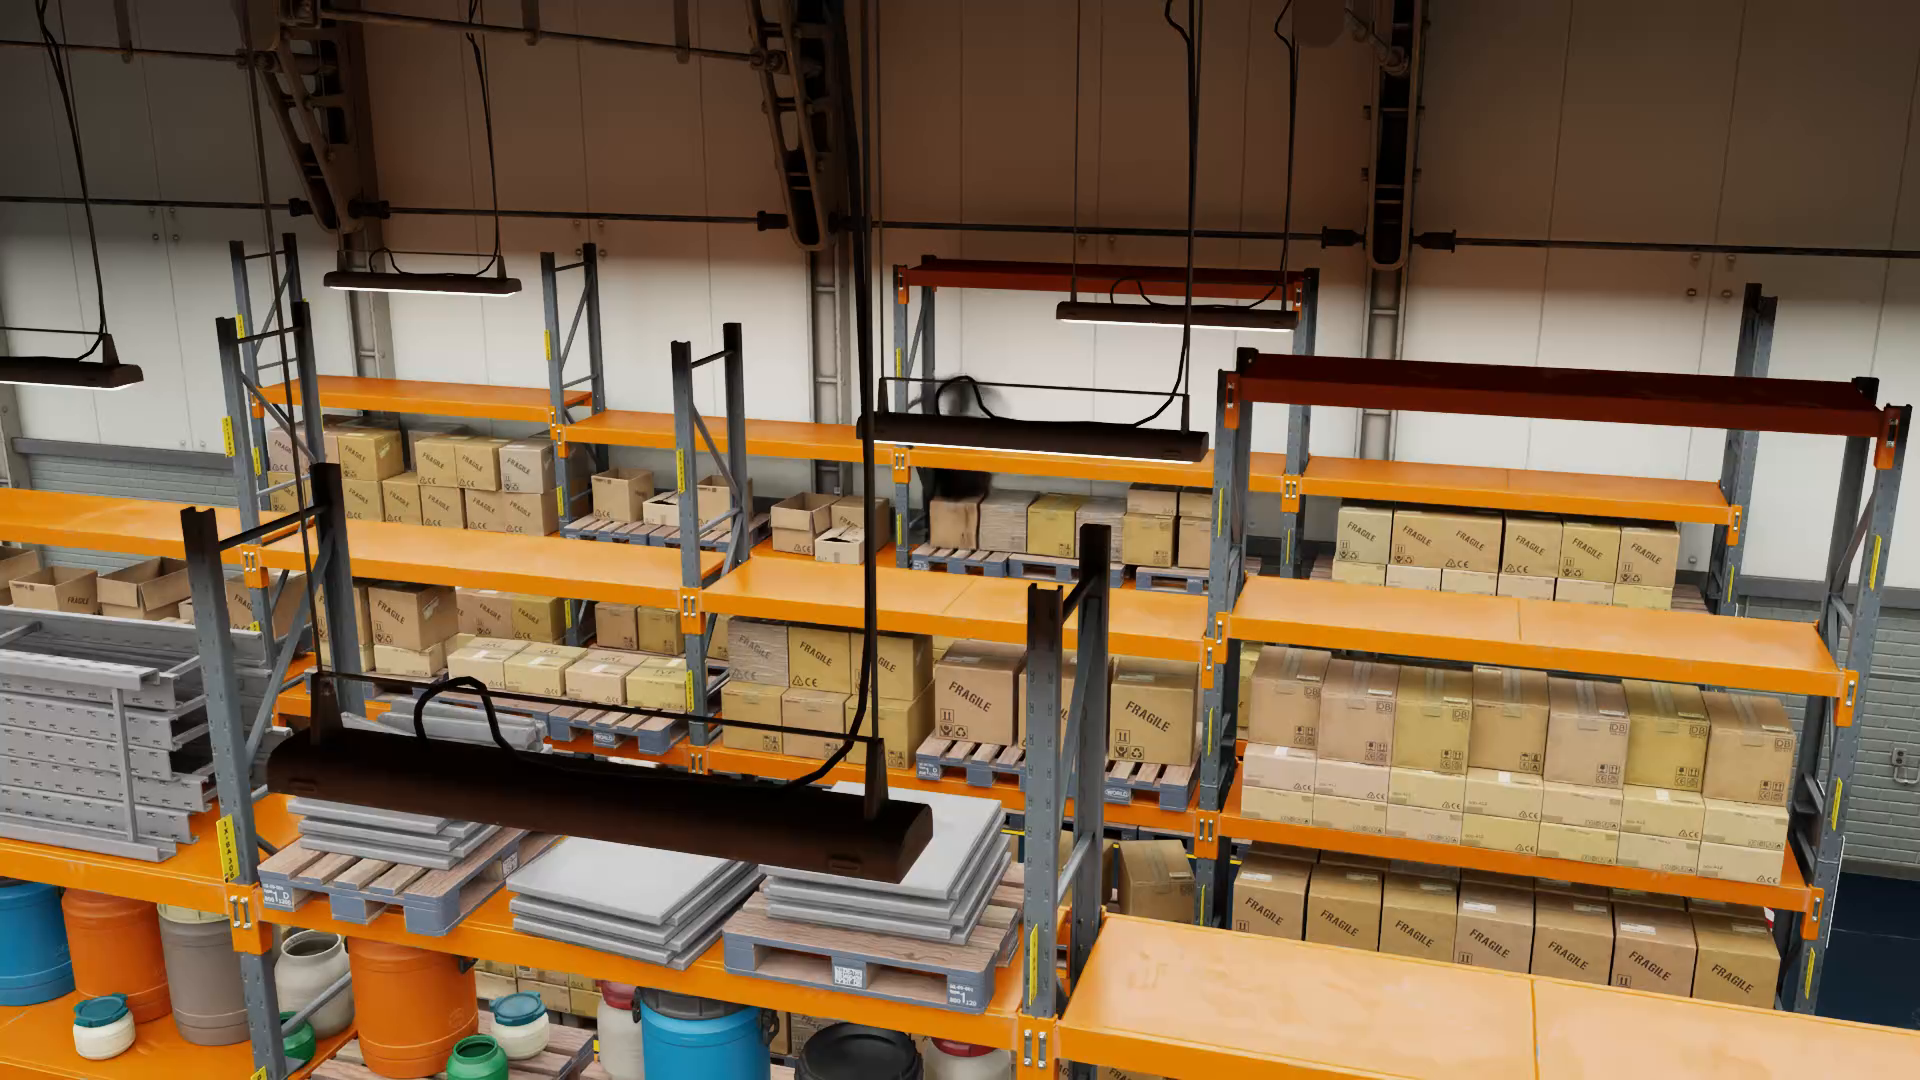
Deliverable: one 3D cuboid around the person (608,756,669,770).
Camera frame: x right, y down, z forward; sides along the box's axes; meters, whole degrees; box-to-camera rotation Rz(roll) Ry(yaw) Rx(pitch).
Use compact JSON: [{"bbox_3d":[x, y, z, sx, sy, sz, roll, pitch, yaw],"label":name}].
[{"bbox_3d":[-3.113,2.600,16.792,1.103,1.624,0.708,9,18,28],"label":"person"}]
